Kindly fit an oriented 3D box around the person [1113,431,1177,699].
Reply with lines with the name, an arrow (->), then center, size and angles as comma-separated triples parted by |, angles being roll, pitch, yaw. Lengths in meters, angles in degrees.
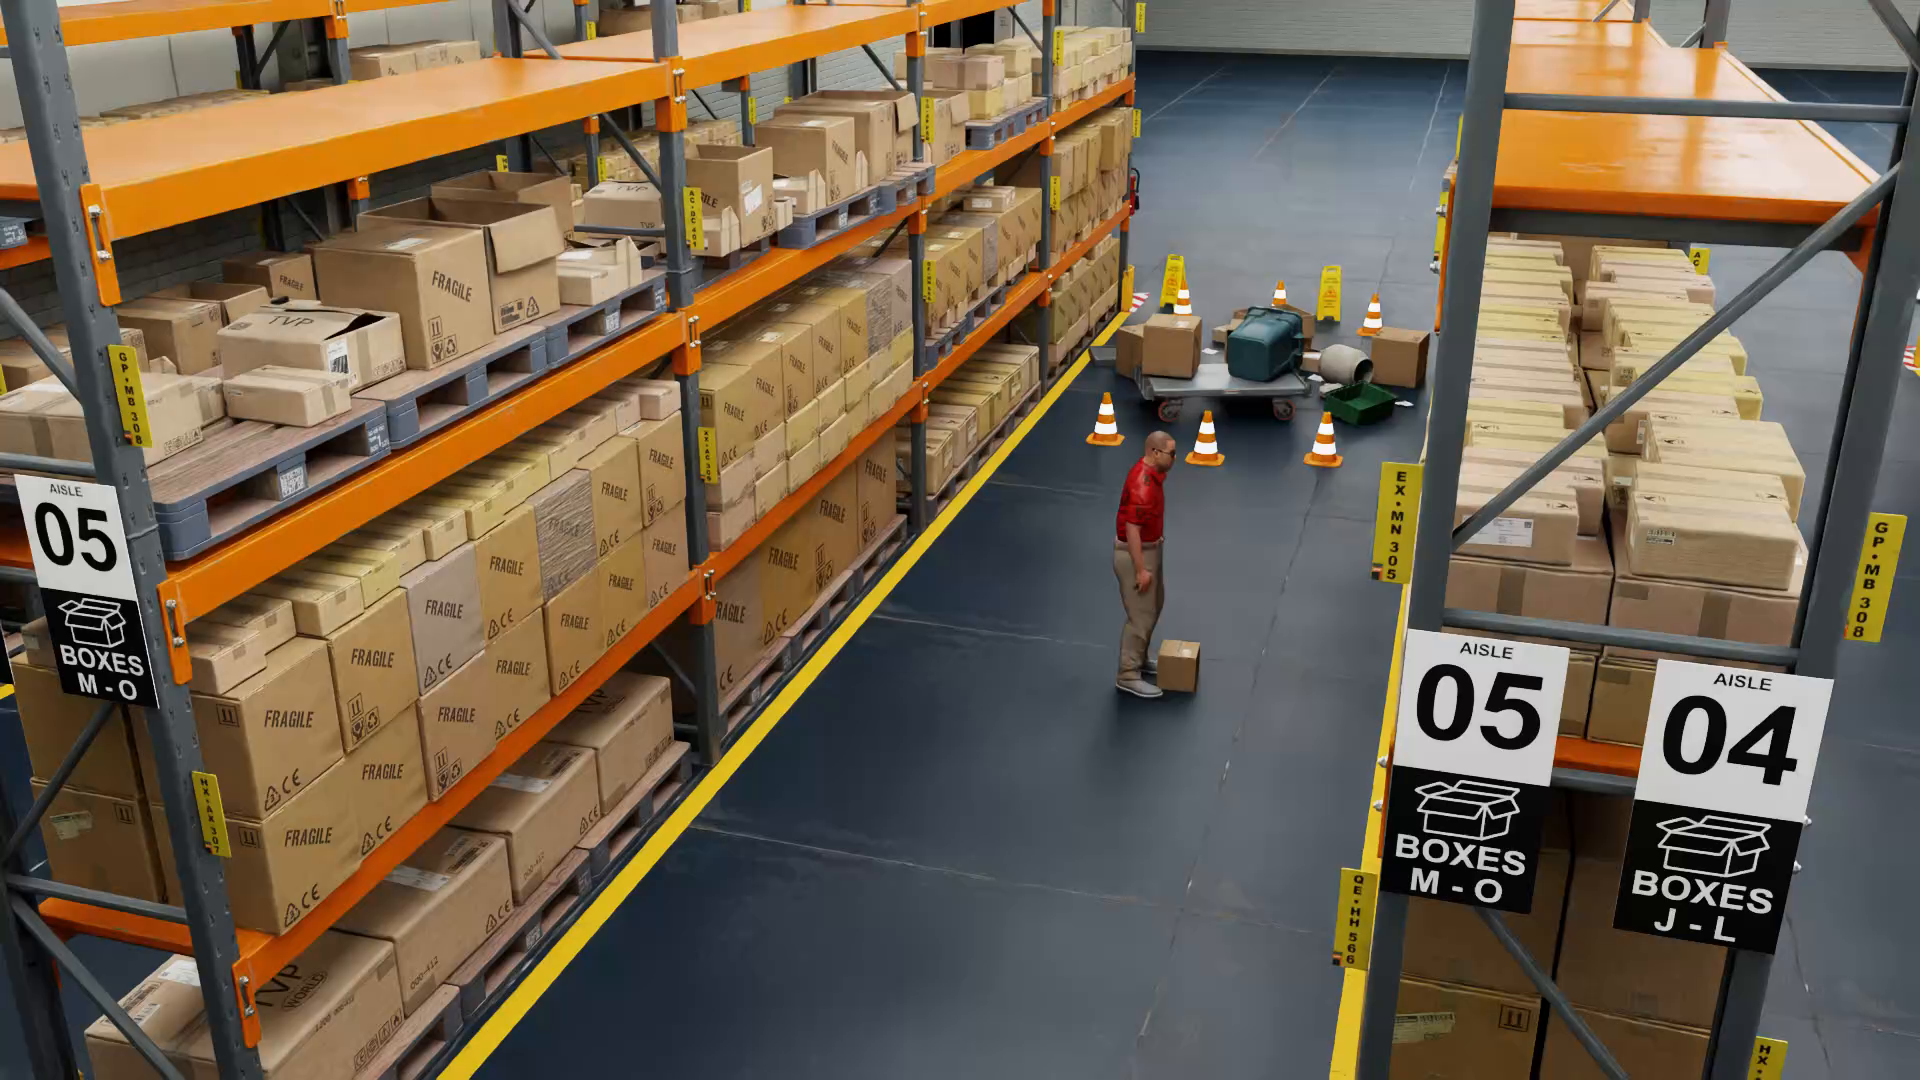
person -> 1.199, 0.123, 10.801 | 0.393, 1.725, 0.595 | 5, 22, 13
